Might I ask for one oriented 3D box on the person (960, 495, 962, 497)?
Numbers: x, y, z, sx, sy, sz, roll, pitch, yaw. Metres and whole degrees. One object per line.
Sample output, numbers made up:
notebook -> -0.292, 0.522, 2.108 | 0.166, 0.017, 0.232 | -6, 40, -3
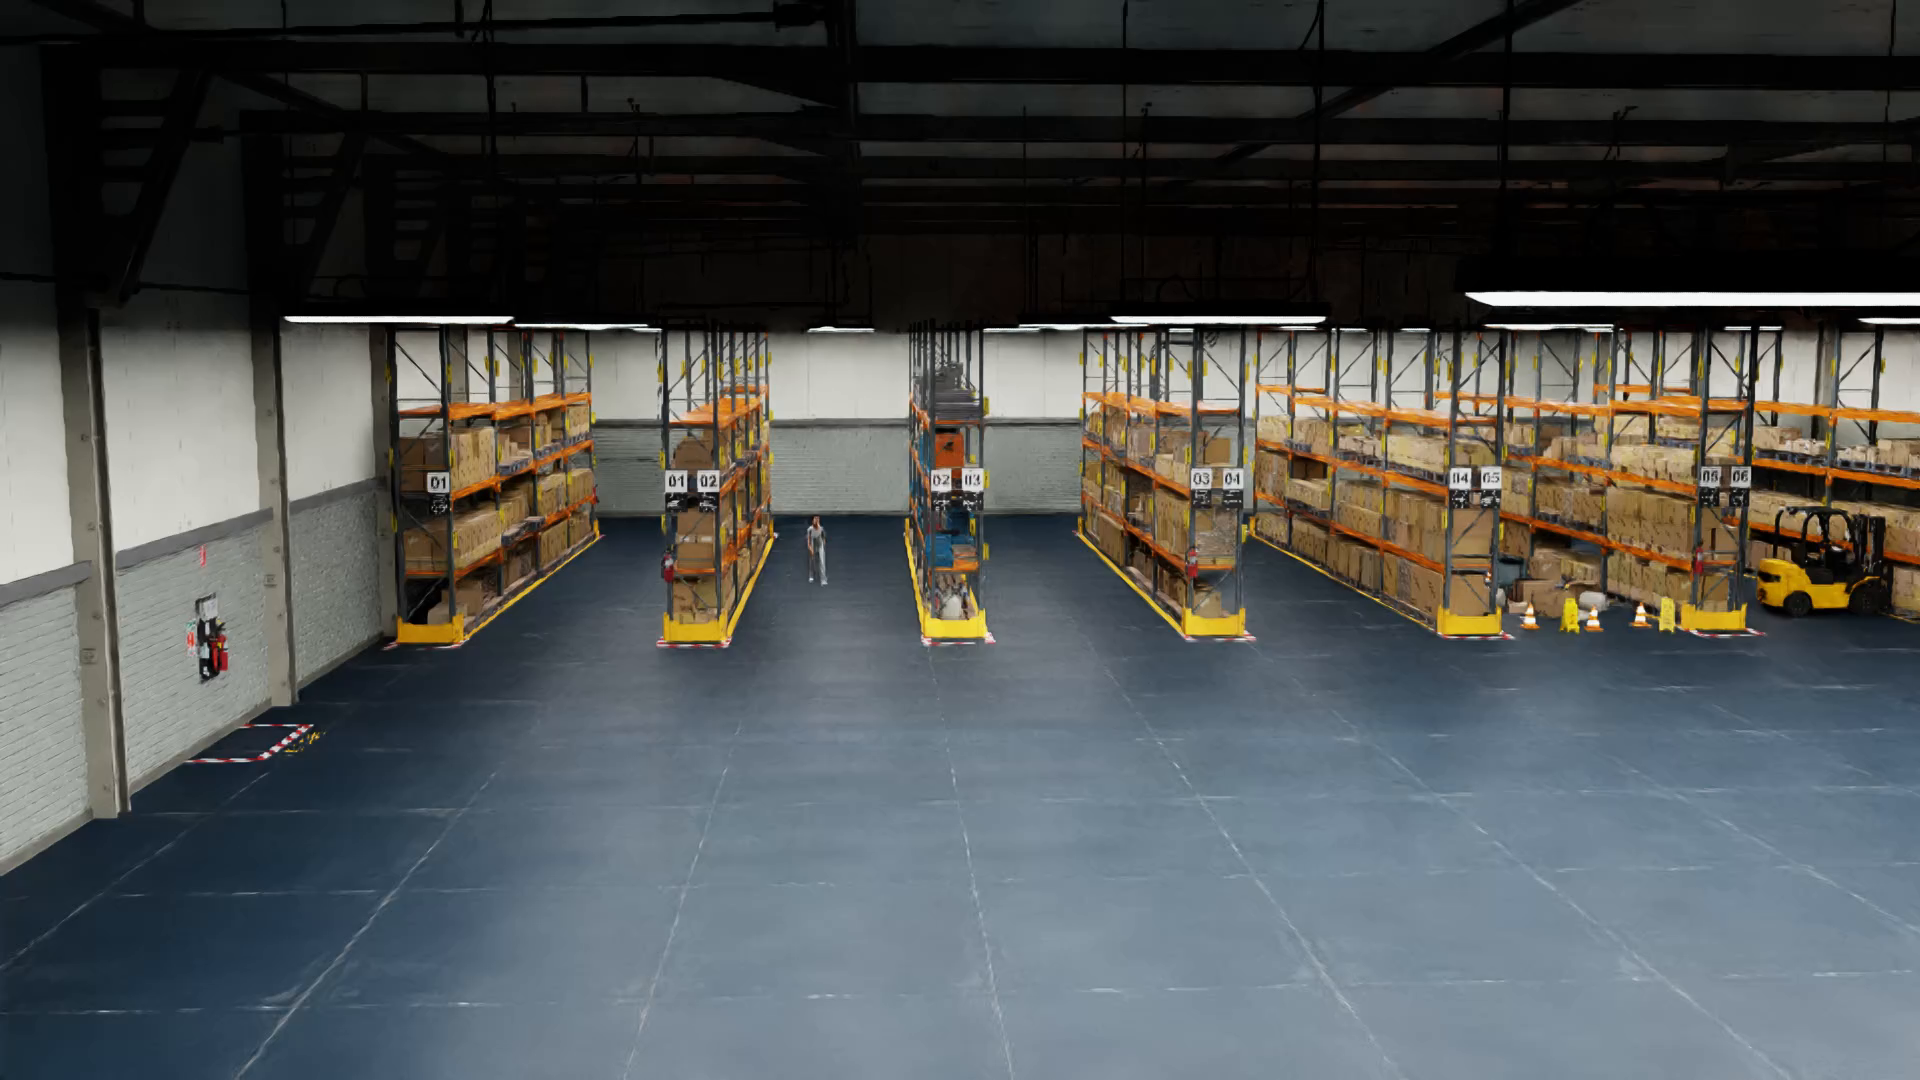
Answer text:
person -> 0.160, -0.843, 45.824 | 0.445, 1.783, 0.672 | -3, 8, -20

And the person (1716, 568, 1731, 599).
person -> 16.480, 0.470, 36.073 | 0.527, 1.591, 0.522 | 4, 8, 29

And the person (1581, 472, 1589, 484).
person -> 18.907, -1.278, 50.040 | 0.701, 1.664, 0.482 | -4, 8, -30

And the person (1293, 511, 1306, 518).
person -> 10.347, -1.410, 50.795 | 0.566, 1.706, 1.122 | 0, 7, -1

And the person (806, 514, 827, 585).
person -> -3.305, 0.209, 38.123 | 0.444, 1.604, 1.015 | -1, 7, -11
